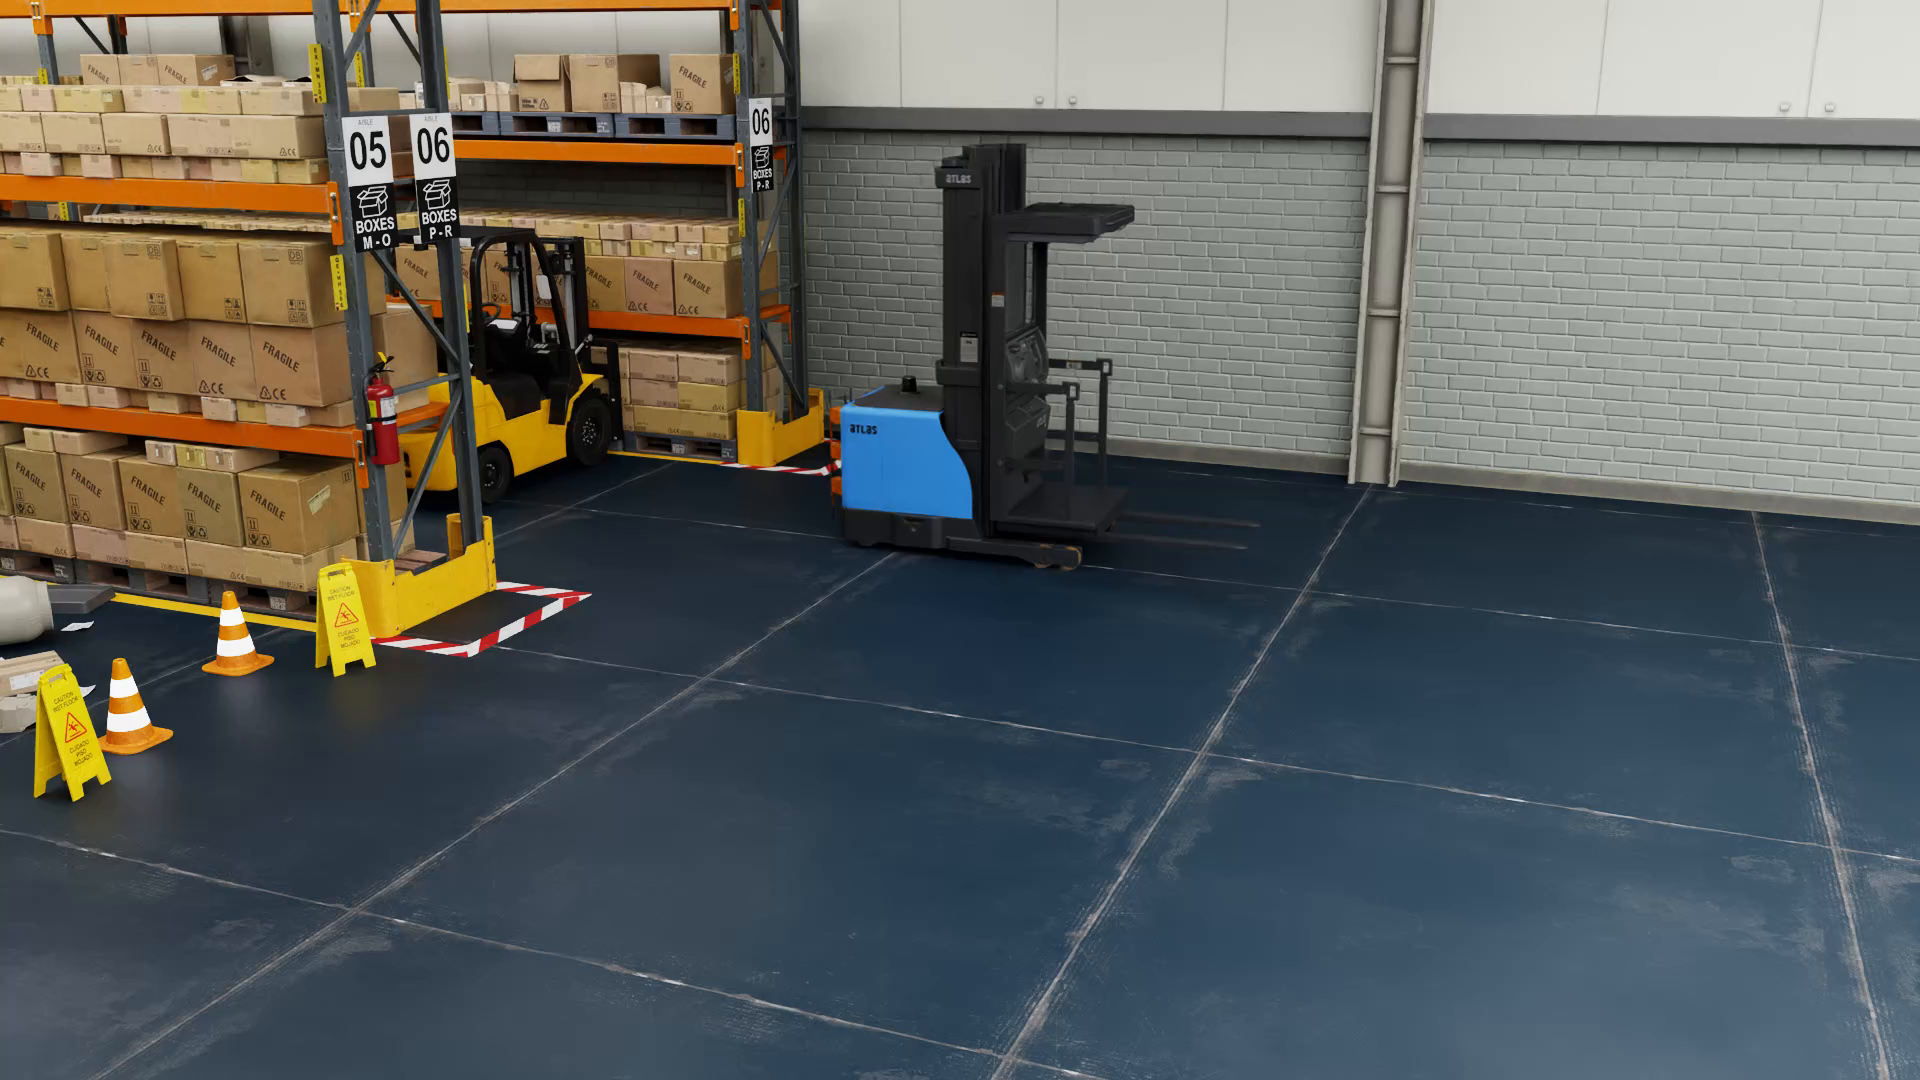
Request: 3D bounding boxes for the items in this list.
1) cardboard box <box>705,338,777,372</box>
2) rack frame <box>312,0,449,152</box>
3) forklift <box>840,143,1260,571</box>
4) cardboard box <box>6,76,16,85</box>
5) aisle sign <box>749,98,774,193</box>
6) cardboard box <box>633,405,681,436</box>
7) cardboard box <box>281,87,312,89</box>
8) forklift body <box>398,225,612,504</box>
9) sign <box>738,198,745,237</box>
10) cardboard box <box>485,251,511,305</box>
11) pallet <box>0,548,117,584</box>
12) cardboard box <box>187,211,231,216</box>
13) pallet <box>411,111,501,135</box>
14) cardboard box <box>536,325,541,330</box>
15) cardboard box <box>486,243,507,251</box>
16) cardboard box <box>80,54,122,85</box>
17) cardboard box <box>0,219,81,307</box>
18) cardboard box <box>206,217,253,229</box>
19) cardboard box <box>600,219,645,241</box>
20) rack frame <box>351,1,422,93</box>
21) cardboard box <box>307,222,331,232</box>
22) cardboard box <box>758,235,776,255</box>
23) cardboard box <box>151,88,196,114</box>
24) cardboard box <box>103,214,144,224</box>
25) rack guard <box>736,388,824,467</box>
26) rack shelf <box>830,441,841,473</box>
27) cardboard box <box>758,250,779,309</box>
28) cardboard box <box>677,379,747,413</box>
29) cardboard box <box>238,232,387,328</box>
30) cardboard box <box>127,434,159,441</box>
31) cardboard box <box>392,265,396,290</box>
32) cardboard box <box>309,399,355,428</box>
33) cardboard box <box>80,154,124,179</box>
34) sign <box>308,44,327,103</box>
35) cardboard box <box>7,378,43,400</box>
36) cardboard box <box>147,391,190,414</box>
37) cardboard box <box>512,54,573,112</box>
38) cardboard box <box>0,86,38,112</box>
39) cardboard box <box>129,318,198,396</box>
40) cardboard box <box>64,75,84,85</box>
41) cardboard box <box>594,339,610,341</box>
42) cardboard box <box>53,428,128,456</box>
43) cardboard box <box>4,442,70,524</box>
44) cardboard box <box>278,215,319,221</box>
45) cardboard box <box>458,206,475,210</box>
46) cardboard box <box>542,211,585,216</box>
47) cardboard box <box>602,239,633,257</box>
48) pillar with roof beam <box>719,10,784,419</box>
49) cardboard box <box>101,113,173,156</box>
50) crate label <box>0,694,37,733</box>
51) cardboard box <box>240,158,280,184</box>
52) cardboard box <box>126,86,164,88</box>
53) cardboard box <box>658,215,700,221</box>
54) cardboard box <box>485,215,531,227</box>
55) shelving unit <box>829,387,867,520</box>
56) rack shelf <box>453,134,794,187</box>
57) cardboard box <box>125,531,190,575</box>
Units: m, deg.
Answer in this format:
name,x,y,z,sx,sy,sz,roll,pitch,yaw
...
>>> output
name,x,y,z,sx,sy,sz,roll,pitch,yaw
cardboard box,-2.053,-1.721,15.606,0.500,0.250,0.500,6,17,20
rack frame,-3.494,-3.855,9.810,0.127,3.000,1.000,6,17,21
forklift,0.676,-1.355,12.084,3.031,2.935,1.130,5,17,18
cardboard box,-9.752,-4.795,17.451,0.250,0.149,0.380,6,17,19
aisle sign,-1.722,-3.427,14.435,0.004,0.787,0.394,6,17,21
cardboard box,-2.688,-1.162,15.474,0.500,0.250,0.500,6,17,21
cardboard box,-4.200,-2.829,10.678,0.250,0.149,0.380,6,17,21
forklift body,-4.109,-1.574,14.239,1.214,2.155,2.313,6,17,21
sign,-1.888,-2.792,14.408,0.005,0.325,0.100,6,17,21
cardboard box,-4.118,-2.505,15.742,0.500,0.500,0.500,6,17,20
pallet,-6.577,0.016,12.240,1.213,0.211,1.003,6,17,21
cardboard box,-7.984,-3.411,17.701,0.250,0.149,0.380,6,17,20
pallet,-4.594,-3.988,15.809,1.213,0.211,1.003,6,17,21
cardboard box,-4.391,-1.984,16.512,0.500,0.250,0.500,6,17,20
cardboard box,-4.257,-2.812,15.637,0.250,0.149,0.380,6,17,20
cardboard box,-8.533,-4.681,16.924,0.500,0.500,0.500,6,17,21
cardboard box,-6.418,-1.895,11.313,0.500,0.500,0.700,6,17,21
cardboard box,-7.447,-3.199,16.971,0.250,0.149,0.380,6,17,21
cardboard box,-3.068,-2.825,15.149,0.250,0.149,0.380,7,18,22
rack frame,-5.397,-5.551,15.656,0.127,3.000,1.000,6,17,21
cardboard box,-6.251,-3.068,16.518,0.250,0.149,0.380,6,17,21
cardboard box,-1.896,-2.723,15.329,0.250,0.149,0.380,6,17,19
cardboard box,-4.828,-2.758,10.435,0.250,0.149,0.380,6,17,21
cardboard box,-8.681,-3.303,17.329,0.250,0.149,0.380,7,17,22
rack guard,-1.653,-1.058,15.423,0.348,0.500,1.175,6,17,21
rack shelf,-0.868,-0.641,13.033,0.215,0.259,0.240,-10,19,-30
cardboard box,-2.035,-2.432,15.491,0.500,0.500,0.500,7,18,22
cardboard box,-2.243,-1.351,15.230,0.500,0.250,0.500,6,17,20
cardboard box,-4.049,-1.640,10.437,0.500,0.500,0.700,6,17,19
cardboard box,-5.617,-0.530,11.951,0.500,0.500,0.500,7,18,24
cardboard box,-5.962,-2.582,16.457,0.500,0.250,0.500,7,17,22
cardboard box,-3.920,-0.836,10.622,0.250,0.149,0.380,7,18,22
cardboard box,-5.373,-2.403,10.641,0.250,0.149,0.380,6,17,20
sign,-3.716,-2.697,9.616,0.005,0.325,0.100,6,17,21
cardboard box,-6.310,-1.081,11.466,0.250,0.149,0.380,7,18,22
cardboard box,-5.135,-0.948,11.011,0.250,0.149,0.380,6,17,20
cardboard box,-3.623,-4.184,15.206,0.637,0.503,0.797,7,18,22
cardboard box,-6.062,-2.874,10.834,0.250,0.149,0.380,6,17,19
cardboard box,-5.028,-1.253,10.896,0.500,0.500,0.500,6,17,20
cardboard box,-9.359,-4.892,17.784,0.250,0.149,0.380,6,17,19
cardboard box,-3.637,-1.742,15.680,0.500,0.250,0.500,6,17,20
cardboard box,-5.940,-0.698,11.368,0.250,0.149,0.380,7,18,24
cardboard box,-6.262,-0.442,11.649,0.500,0.500,0.500,7,18,23
cardboard box,-6.812,-3.266,17.200,0.250,0.149,0.380,6,17,20
cardboard box,-4.989,-3.219,16.504,0.250,0.149,0.380,6,17,21
cardboard box,-3.809,-3.079,16.023,0.250,0.149,0.380,6,17,20
cardboard box,-3.061,-2.688,15.209,0.250,0.149,0.380,6,17,19
pillar with roof beam,-3.572,-4.331,11.451,0.400,9.000,9.100,6,17,21
cardboard box,-5.020,-2.571,10.504,0.500,0.250,0.500,7,18,22
crate label,-5.212,0.950,9.155,0.298,0.136,0.250,-2,16,-8
cardboard box,-4.172,-2.274,10.198,0.250,0.149,0.380,6,17,21
cardboard box,-5.362,-2.976,11.184,0.250,0.149,0.380,7,17,21
cardboard box,-2.616,-2.941,15.549,0.250,0.149,0.380,6,17,21
cardboard box,-4.239,-2.964,15.626,0.250,0.149,0.380,6,17,20
shelving unit,-0.868,-0.651,13.030,0.215,1.050,0.252,-10,19,-30
rack shelf,-3.536,-3.561,15.469,4.000,0.370,1.077,6,17,21
cardboard box,-5.312,0.025,11.385,0.500,0.250,0.500,6,17,19
